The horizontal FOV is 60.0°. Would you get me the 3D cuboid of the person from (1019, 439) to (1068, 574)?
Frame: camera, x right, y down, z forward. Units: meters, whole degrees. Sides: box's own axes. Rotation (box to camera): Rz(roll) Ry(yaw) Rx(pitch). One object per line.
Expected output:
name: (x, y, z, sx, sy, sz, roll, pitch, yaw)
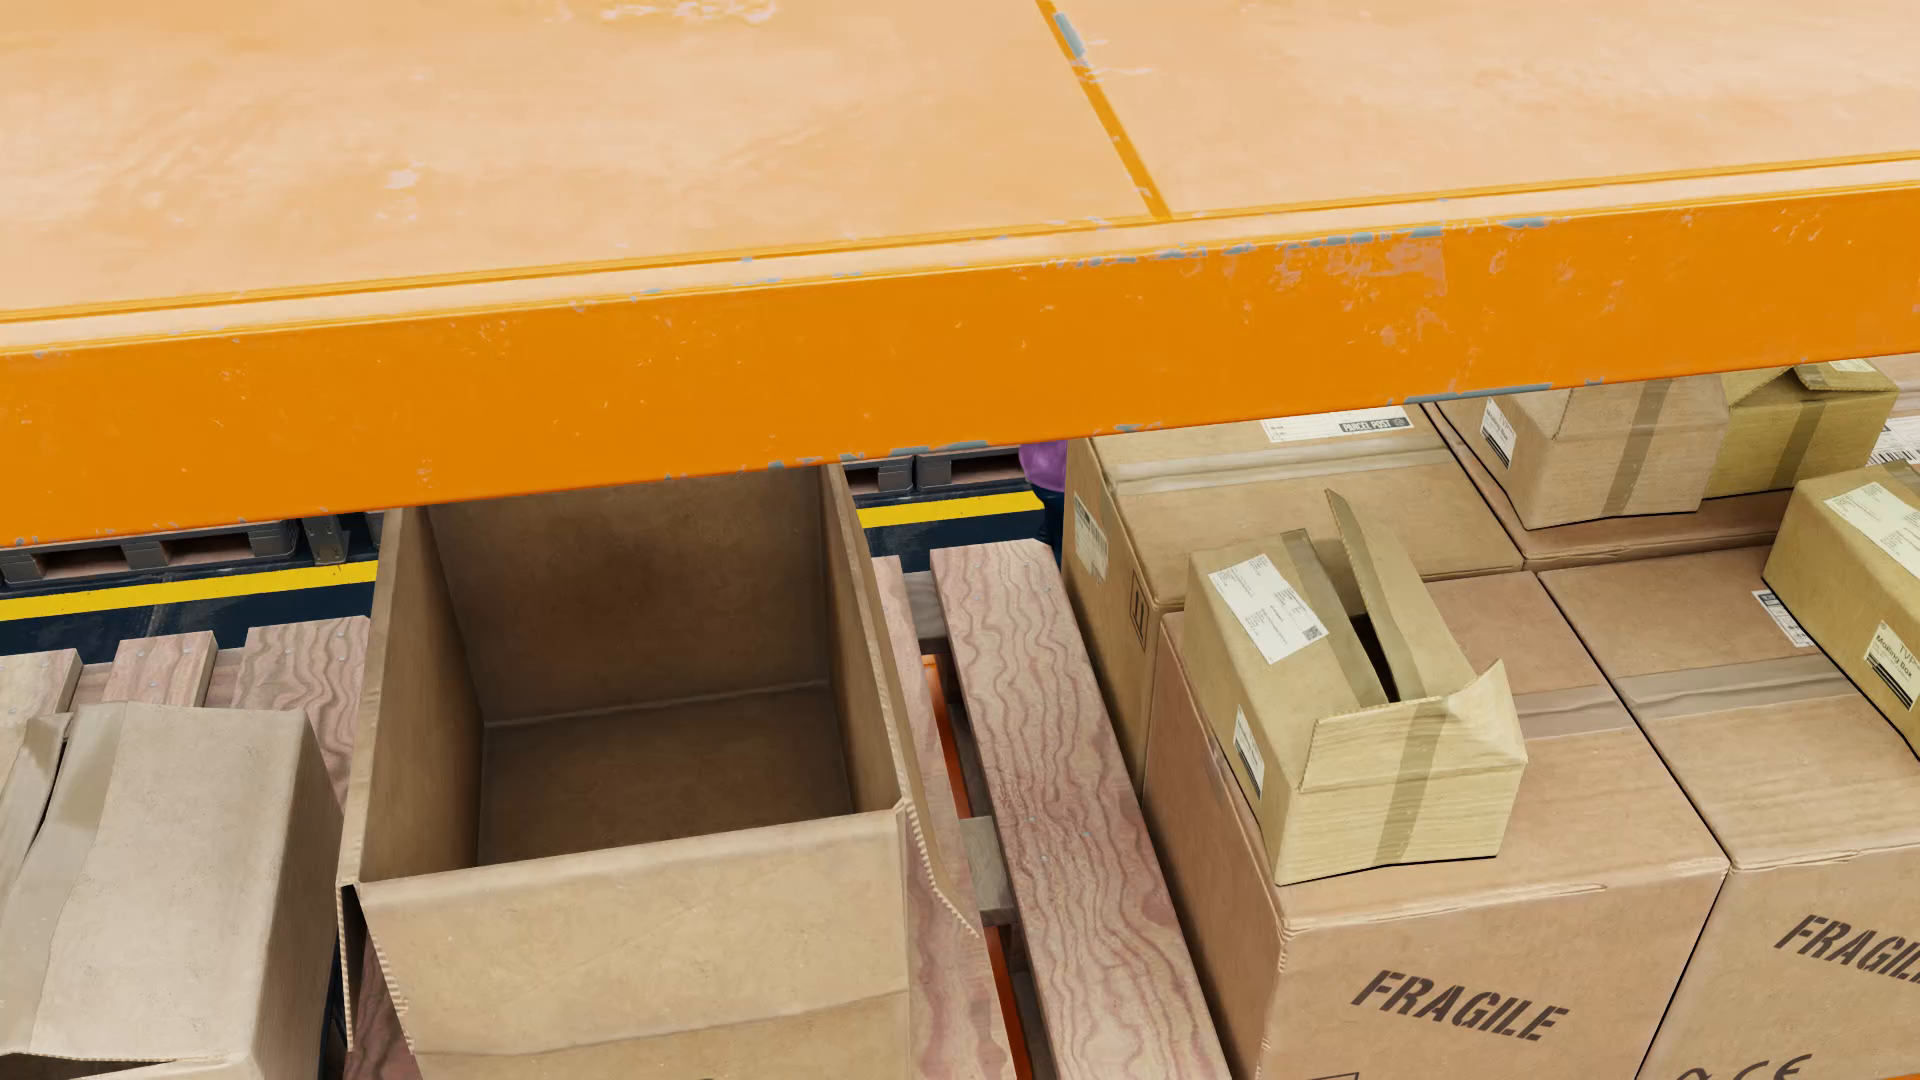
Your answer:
person: (0.477, -0.285, 6.517, 0.496, 1.591, 0.404, -6, 40, -7)
